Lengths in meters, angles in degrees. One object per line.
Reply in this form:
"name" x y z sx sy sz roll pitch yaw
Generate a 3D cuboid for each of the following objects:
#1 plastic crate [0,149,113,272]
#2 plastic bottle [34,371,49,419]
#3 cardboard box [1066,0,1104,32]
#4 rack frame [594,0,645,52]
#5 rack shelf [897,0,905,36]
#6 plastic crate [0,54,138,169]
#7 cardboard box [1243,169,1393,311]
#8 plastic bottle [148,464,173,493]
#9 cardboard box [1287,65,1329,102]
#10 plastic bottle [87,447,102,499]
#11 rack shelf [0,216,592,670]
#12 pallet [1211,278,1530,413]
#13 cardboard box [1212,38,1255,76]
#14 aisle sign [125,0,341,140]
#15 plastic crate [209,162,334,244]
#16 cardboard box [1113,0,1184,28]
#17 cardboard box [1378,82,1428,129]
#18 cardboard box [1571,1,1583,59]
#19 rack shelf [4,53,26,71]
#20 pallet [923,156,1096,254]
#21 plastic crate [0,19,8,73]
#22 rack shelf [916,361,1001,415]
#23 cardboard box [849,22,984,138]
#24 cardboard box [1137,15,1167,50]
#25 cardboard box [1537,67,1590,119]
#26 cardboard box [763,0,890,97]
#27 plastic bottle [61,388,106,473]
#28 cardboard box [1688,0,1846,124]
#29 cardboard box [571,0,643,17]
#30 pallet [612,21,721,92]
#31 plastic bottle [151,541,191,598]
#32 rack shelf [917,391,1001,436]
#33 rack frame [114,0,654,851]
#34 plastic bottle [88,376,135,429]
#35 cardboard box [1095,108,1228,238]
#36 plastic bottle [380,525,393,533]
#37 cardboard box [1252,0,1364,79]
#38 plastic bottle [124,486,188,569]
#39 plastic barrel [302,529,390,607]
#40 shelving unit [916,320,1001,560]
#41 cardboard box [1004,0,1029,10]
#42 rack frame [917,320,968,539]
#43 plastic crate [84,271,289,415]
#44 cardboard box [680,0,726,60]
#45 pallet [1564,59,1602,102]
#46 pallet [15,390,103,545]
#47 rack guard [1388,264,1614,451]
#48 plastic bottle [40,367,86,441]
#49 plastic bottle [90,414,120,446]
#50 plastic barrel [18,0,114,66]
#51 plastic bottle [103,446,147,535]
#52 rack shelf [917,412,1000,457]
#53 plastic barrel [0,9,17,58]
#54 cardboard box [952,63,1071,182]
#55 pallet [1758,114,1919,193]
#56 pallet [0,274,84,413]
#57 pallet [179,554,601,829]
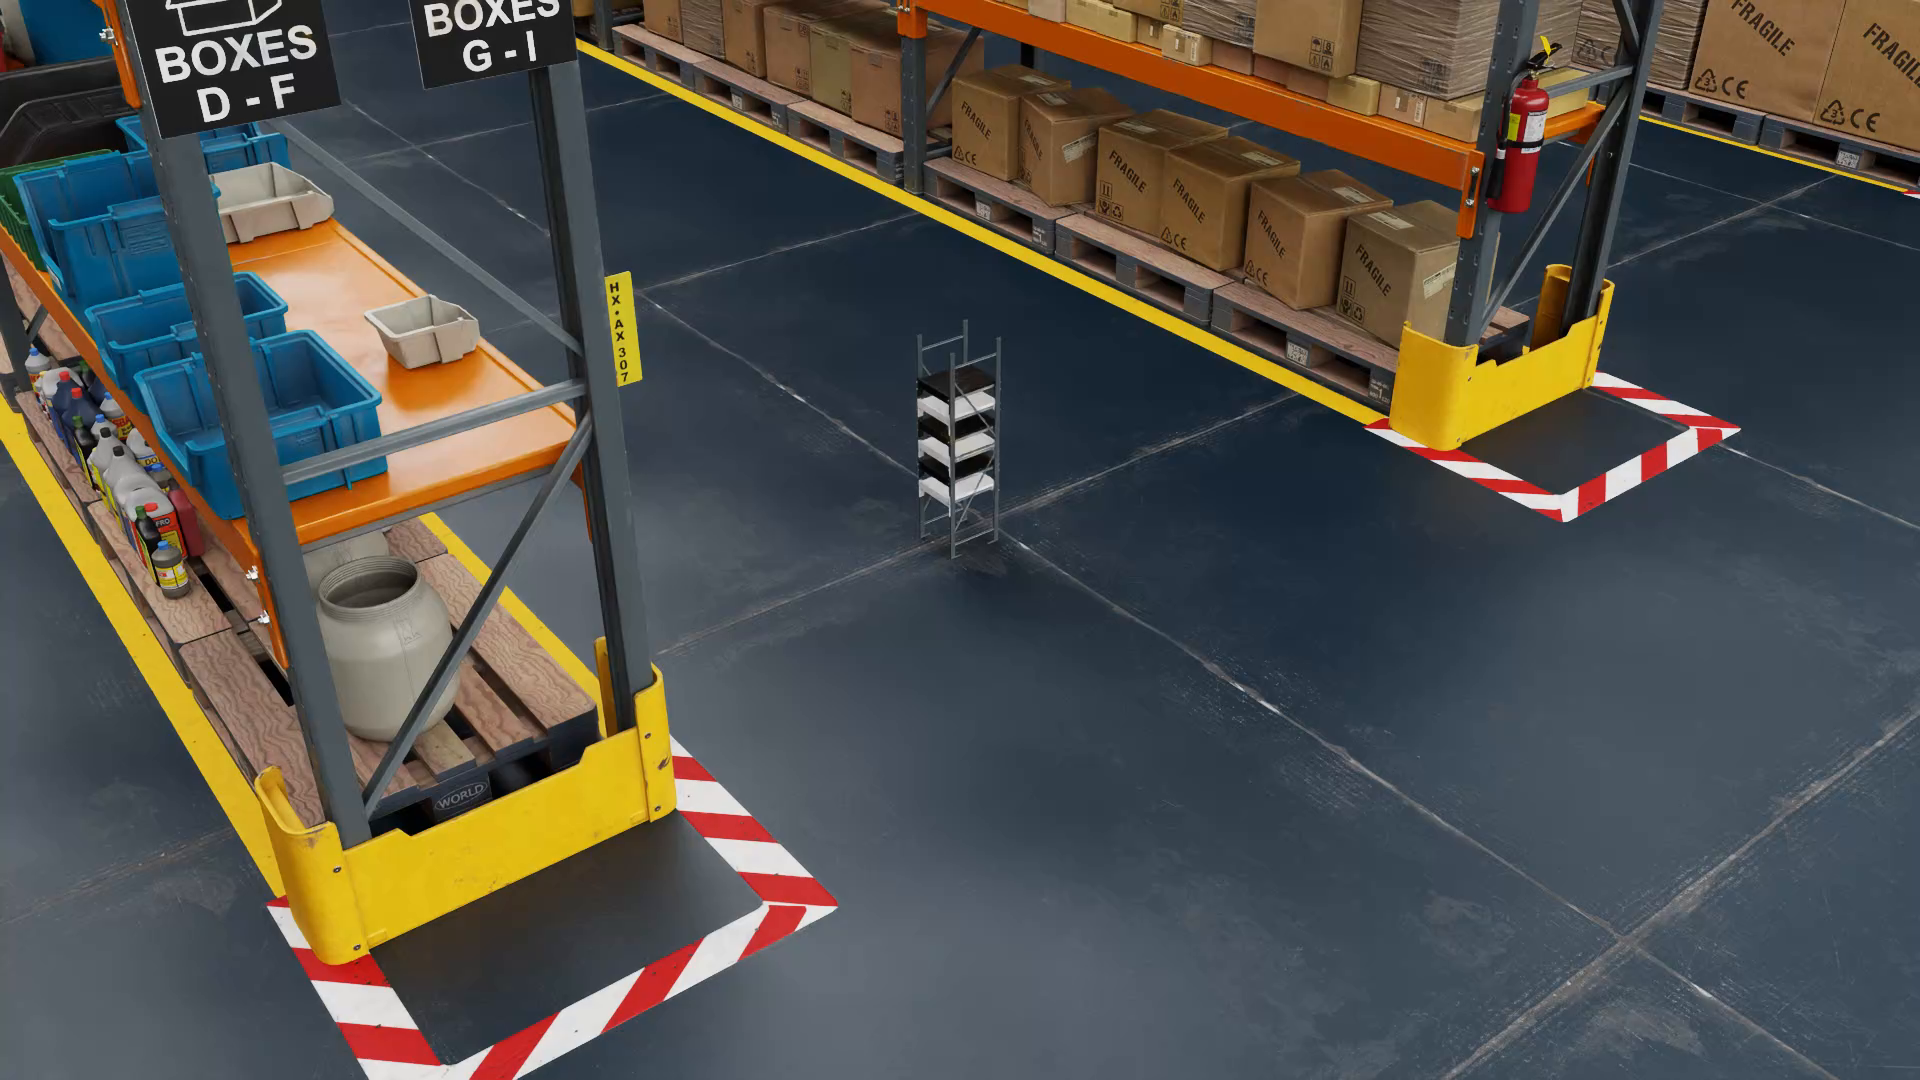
"plastic crate" -3.216 -1.201 6.042 0.450 0.188 0.662 -22 38 -31
"plastic bottle" -3.914 -0.630 7.156 0.097 0.201 0.097 0 32 0
"cardboard box" 0.768 -2.744 8.564 0.380 0.149 0.250 -22 38 -31
"rack frame" -2.365 -5.218 12.308 1.000 3.000 0.127 -22 38 -31
"rack shelf" -1.139 -4.079 11.156 1.077 0.370 4.000 -22 38 -31
"plastic crate" -3.604 -1.663 6.643 0.767 0.338 0.504 -22 38 -31
"cardboard box" 1.777 -1.504 8.300 0.500 0.500 0.500 -12 34 -19
"plastic bottle" -3.099 -0.200 6.464 0.097 0.201 0.097 0 32 0
"cardboard box" 1.715 -2.130 7.575 0.380 0.149 0.250 -22 38 -31
"plastic bottle" -3.387 -0.272 6.580 0.097 0.201 0.097 0 32 0
"rack shelf" -2.599 -0.809 5.892 1.077 0.370 4.000 -22 38 -31
"pallet" 2.023 -1.081 8.290 1.003 0.211 1.213 -22 38 -31
"cardboard box" 1.423 -2.345 7.920 0.380 0.149 0.250 -22 38 -31
"aisle sign" -1.563 -1.260 3.471 0.394 0.787 0.004 -22 38 -31
"plastic crate" -2.629 -1.242 6.156 0.530 0.136 0.437 -22 38 -31
"cardboard box" 1.253 -2.895 8.191 0.875 0.500 0.500 -22 38 -31
"cardboard box" 2.050 -1.934 7.258 0.380 0.149 0.250 -22 38 -31
"cardboard box" 4.398 -4.105 12.131 0.875 0.875 0.875 -22 38 -31
"rack shelf" -5.051 -2.476 8.576 1.077 0.370 4.000 -22 38 -31
"pallet" 0.527 -2.098 9.928 1.003 0.211 1.213 -22 38 -31
"plastic crate" -4.364 -2.078 7.193 0.402 0.464 0.583 -22 38 -31
"rack shelf" -0.005 -0.587 6.393 0.258 0.077 0.200 -22 38 -31
"cardboard box" -0.272 -2.939 10.591 0.700 0.500 0.500 -26 40 -35
"cardboard box" 1.101 -2.547 8.246 0.380 0.149 0.250 -22 38 -31
"cardboard box" 2.554 -1.973 7.322 0.380 0.149 0.250 -22 38 -31
"cardboard box" -0.893 -3.377 11.296 0.700 0.500 0.500 -26 40 -35
"plastic bottle" -3.542 -0.461 6.743 0.144 0.351 0.185 -24 39 -33
"cardboard box" 5.511 -3.350 10.916 0.875 0.875 0.875 -23 39 -32
"cardboard box" -2.772 -4.788 13.232 1.225 0.875 0.875 -24 39 -33
"pallet" -1.887 -3.707 12.519 1.003 0.211 1.213 -22 38 -31
"plastic bottle" -2.845 0.097 5.986 0.097 0.201 0.097 0 32 0
"rack shelf" -0.005 -0.510 6.441 0.258 0.077 0.200 -22 38 -31
"rack frame" -1.372 -0.281 4.360 1.000 3.000 0.127 -22 38 -31
"plastic bottle" -3.544 -0.586 6.944 0.144 0.351 0.185 -22 38 -31
"cardboard box" 1.101 -2.018 9.128 0.500 0.500 0.500 -26 40 -35
"plastic bottle" -2.238 -0.166 6.343 0.097 0.271 0.097 0 32 0
"cardboard box" 1.823 -2.460 7.492 0.875 0.500 0.500 -22 38 -31
"plastic bottle" -2.978 -0.049 6.150 0.152 0.276 0.135 -22 38 -31
"plastic barrel" -2.143 0.139 5.644 0.421 0.512 0.421 0 32 0
"shelving unit" -0.005 -0.386 6.518 0.258 0.900 0.210 -22 38 -31
"cardboard box" 0.461 -2.953 8.899 0.380 0.149 0.250 -22 38 -31
"rack frame" -0.067 -0.428 6.586 0.240 0.900 0.006 -22 38 -31
"plastic crate" -2.309 -0.603 5.018 0.499 0.251 0.408 -22 38 -31
"cardboard box" -1.589 -3.843 12.047 0.700 0.500 0.500 -26 40 -35
"pallet" 4.472 -3.587 12.325 1.003 0.211 1.213 -22 38 -31
"pallet" -3.446 -0.471 7.308 1.003 0.211 1.213 -22 38 -31
"rack guard" 2.494 -0.854 7.651 1.175 0.500 0.348 -22 38 -31
"plastic bottle" -3.756 -0.578 7.002 0.152 0.276 0.135 -21 37 -30
"plastic bottle" -3.422 -0.378 6.684 0.097 0.271 0.097 0 32 0
"plastic barrel" -3.823 -2.420 7.329 0.600 0.901 0.708 -22 38 -31
"plastic bottle" -3.167 -0.206 6.332 0.144 0.351 0.185 -21 37 -29
"rack shelf" -0.005 -0.434 6.488 0.258 0.077 0.200 -22 38 -31
"plastic barrel" -4.515 -2.491 8.049 0.301 0.262 0.301 0 32 0
"cardboard box" 0.301 -2.488 9.884 0.500 0.500 0.500 -24 39 -33
"pallet" 5.968 -2.570 10.688 1.003 0.211 1.213 -22 38 -31
"pallet" -4.337 -1.079 8.287 1.003 0.211 1.213 -22 38 -31
"pallet" -1.950 0.546 5.670 1.003 0.211 1.213 -22 38 -31
